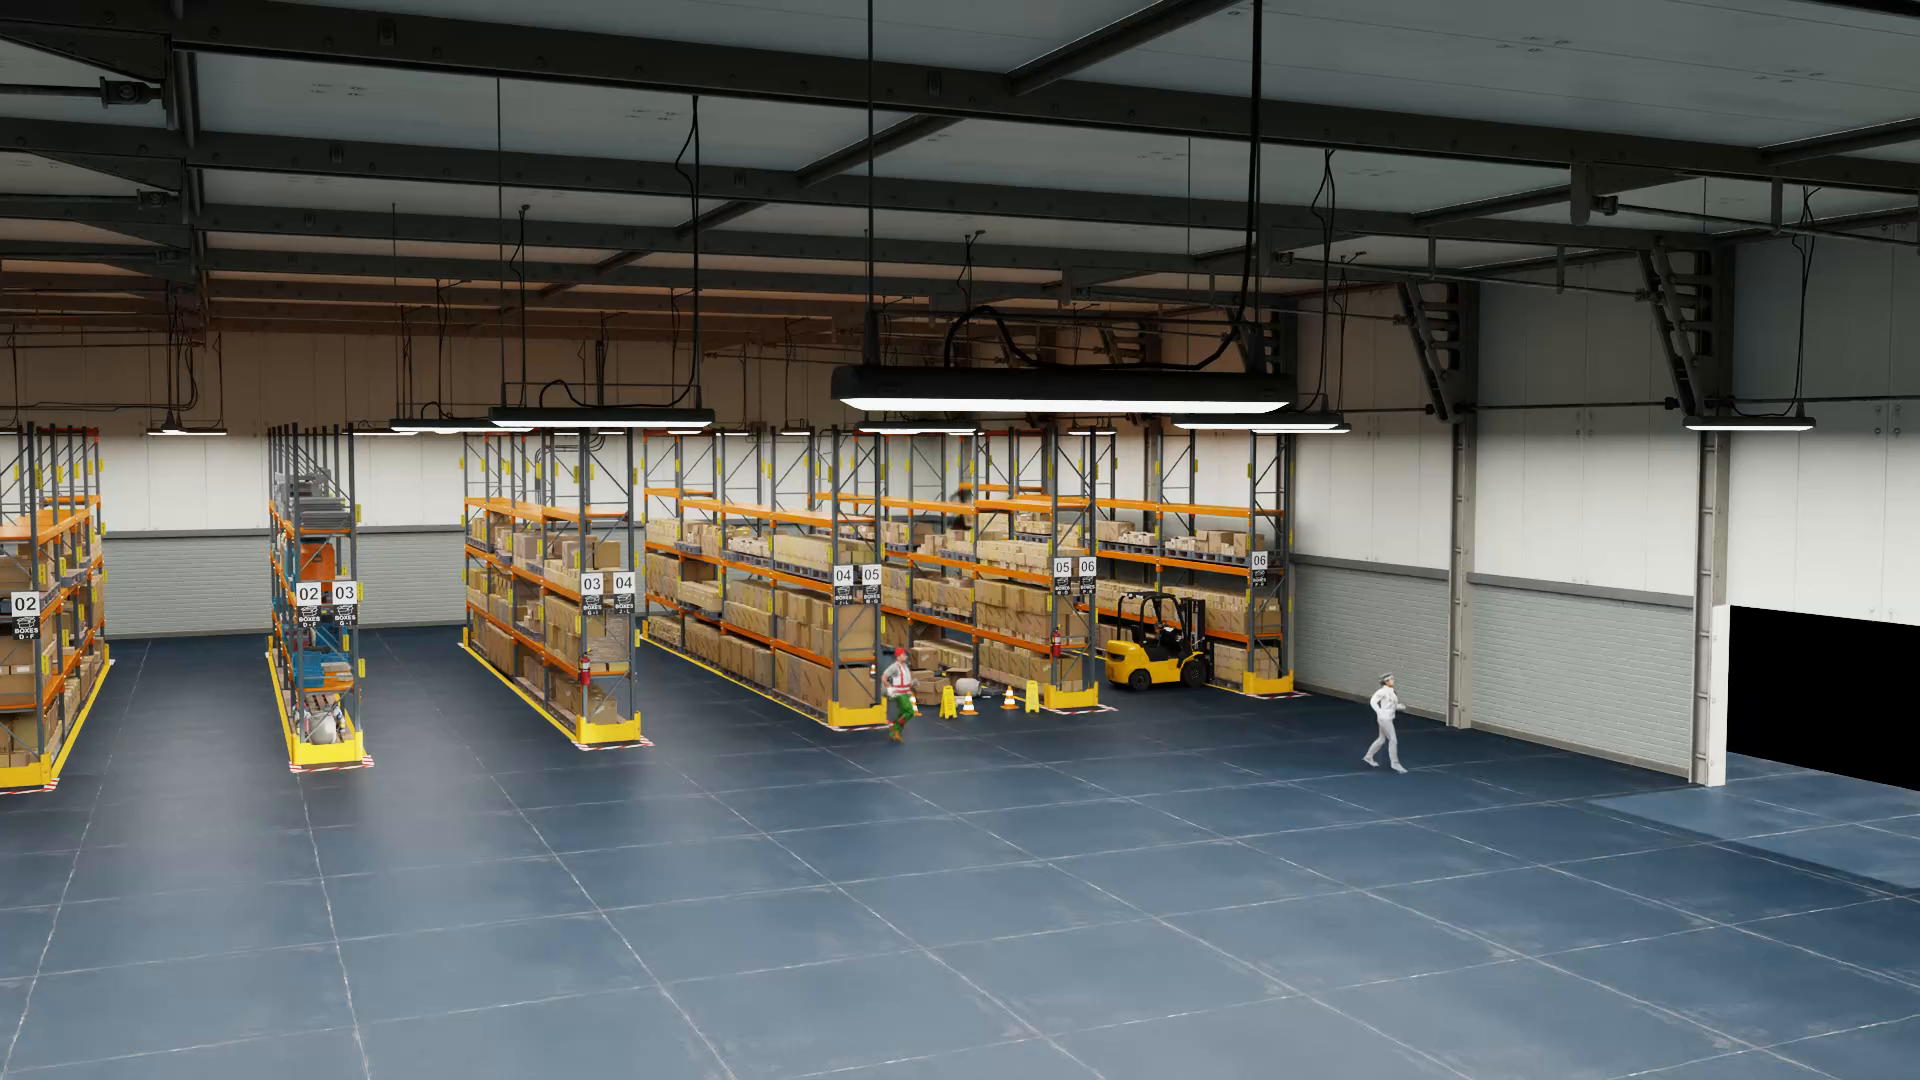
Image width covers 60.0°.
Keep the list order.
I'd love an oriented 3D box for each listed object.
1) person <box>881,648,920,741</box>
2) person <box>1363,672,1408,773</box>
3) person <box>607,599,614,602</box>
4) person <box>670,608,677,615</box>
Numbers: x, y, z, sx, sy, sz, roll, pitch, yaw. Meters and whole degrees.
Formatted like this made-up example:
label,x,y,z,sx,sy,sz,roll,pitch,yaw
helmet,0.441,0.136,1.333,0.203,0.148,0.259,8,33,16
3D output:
label,x,y,z,sx,sy,sz,roll,pitch,yaw
person,-1.067,2.912,31.317,0.658,1.747,0.651,1,4,23
person,7.342,3.116,28.627,0.773,1.719,0.606,2,4,26
person,-9.567,2.056,45.751,0.738,1.759,0.609,-1,4,-15
person,-8.347,1.872,49.208,0.557,1.716,0.759,1,4,23
